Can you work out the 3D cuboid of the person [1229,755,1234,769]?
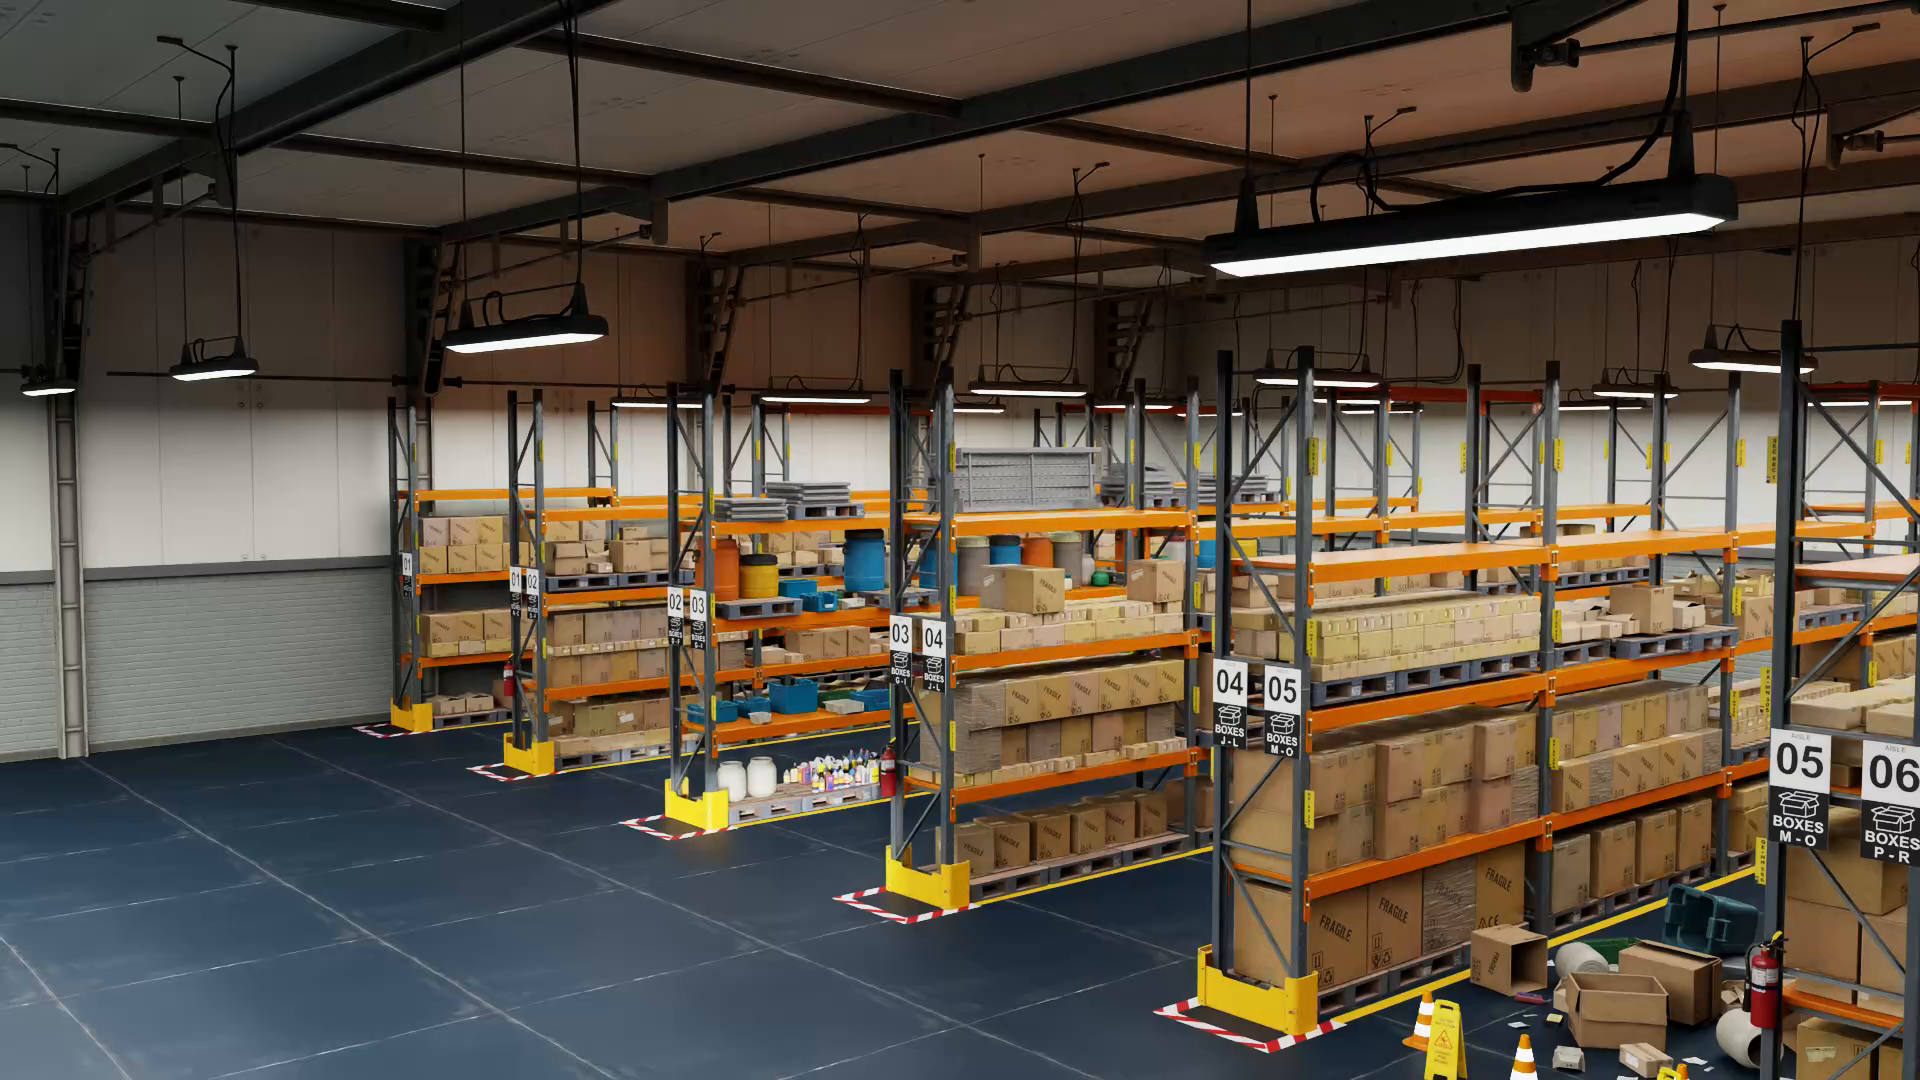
[{"bbox_3d":[3.907,2.858,24.612,0.454,1.777,0.647,2,4,26],"label":"person"}]
